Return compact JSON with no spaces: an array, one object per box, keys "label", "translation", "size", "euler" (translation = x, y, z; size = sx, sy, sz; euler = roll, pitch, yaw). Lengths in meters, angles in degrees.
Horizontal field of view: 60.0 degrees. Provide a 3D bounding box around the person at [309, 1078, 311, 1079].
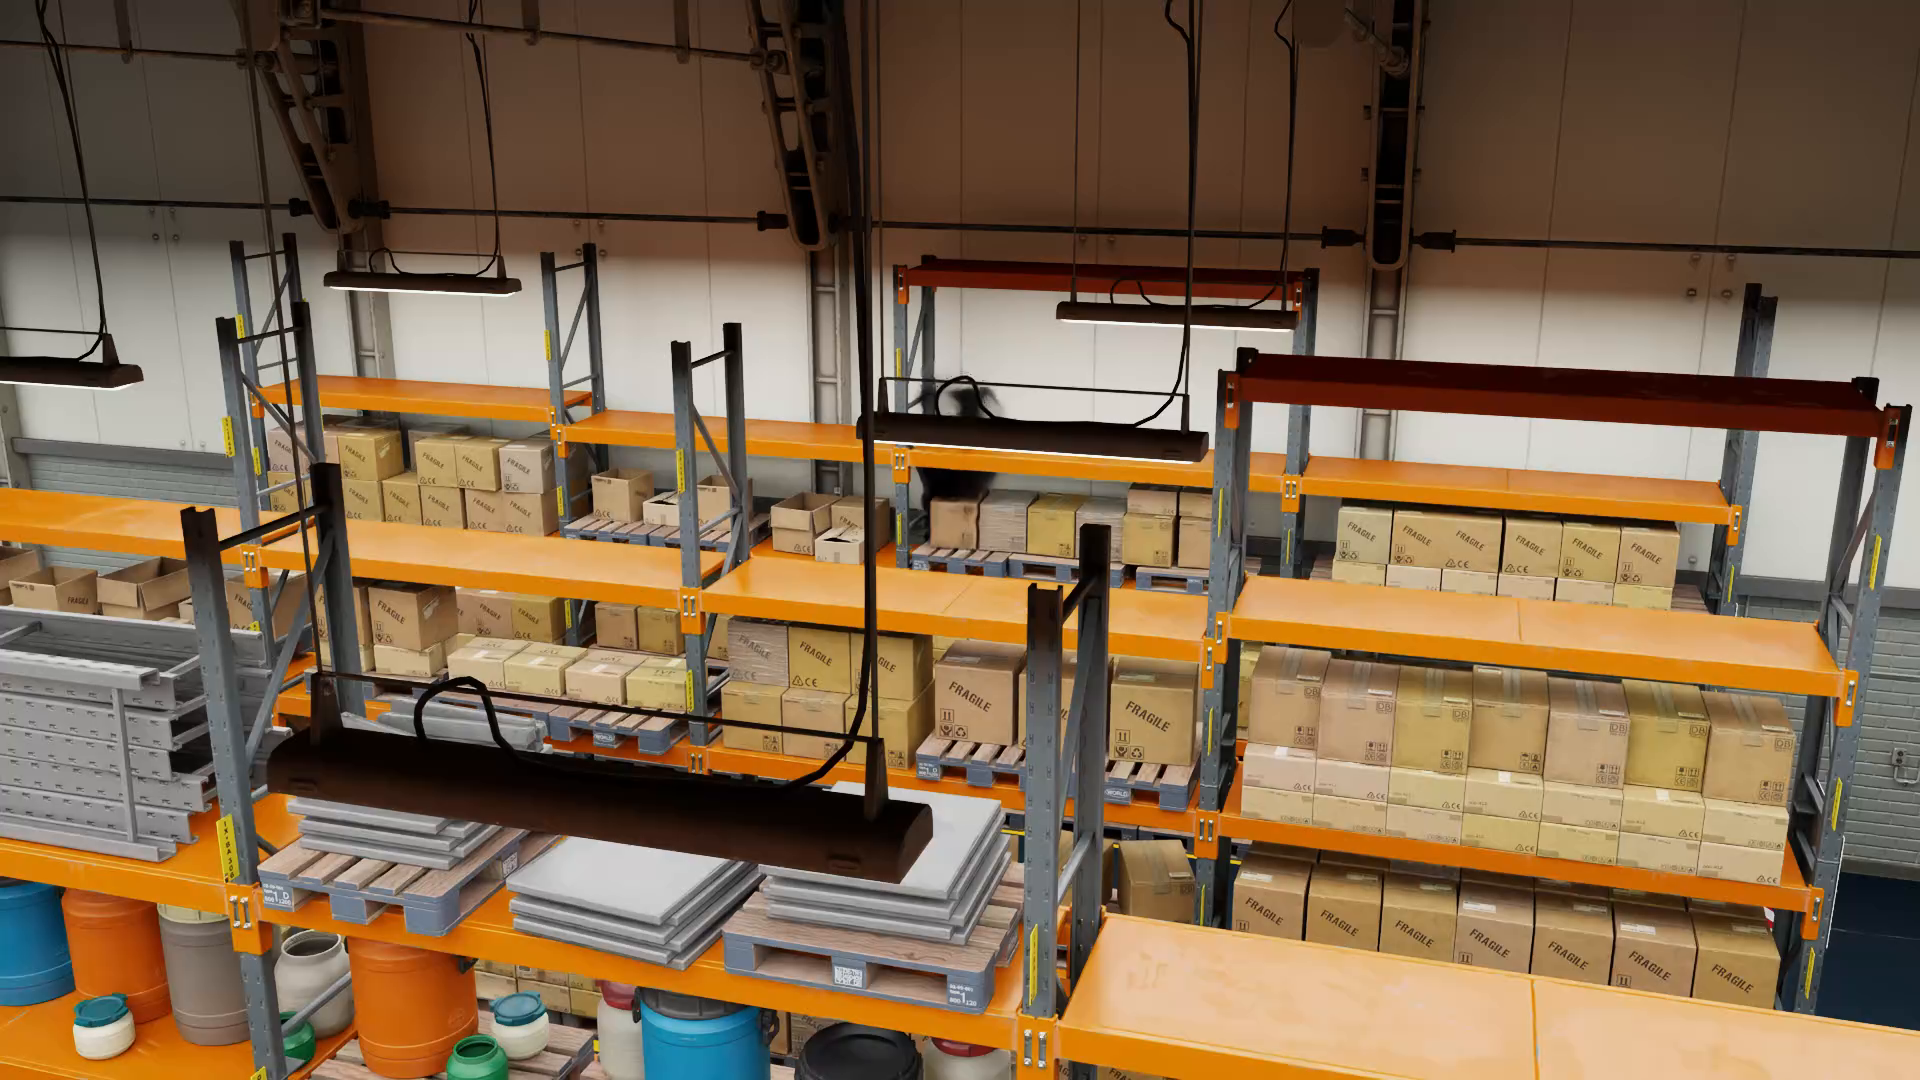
[{"label":"person","translation":[-4.746,3.996,12.089],"size":[0.559,1.550,0.532],"euler":[3,16,9]}]
